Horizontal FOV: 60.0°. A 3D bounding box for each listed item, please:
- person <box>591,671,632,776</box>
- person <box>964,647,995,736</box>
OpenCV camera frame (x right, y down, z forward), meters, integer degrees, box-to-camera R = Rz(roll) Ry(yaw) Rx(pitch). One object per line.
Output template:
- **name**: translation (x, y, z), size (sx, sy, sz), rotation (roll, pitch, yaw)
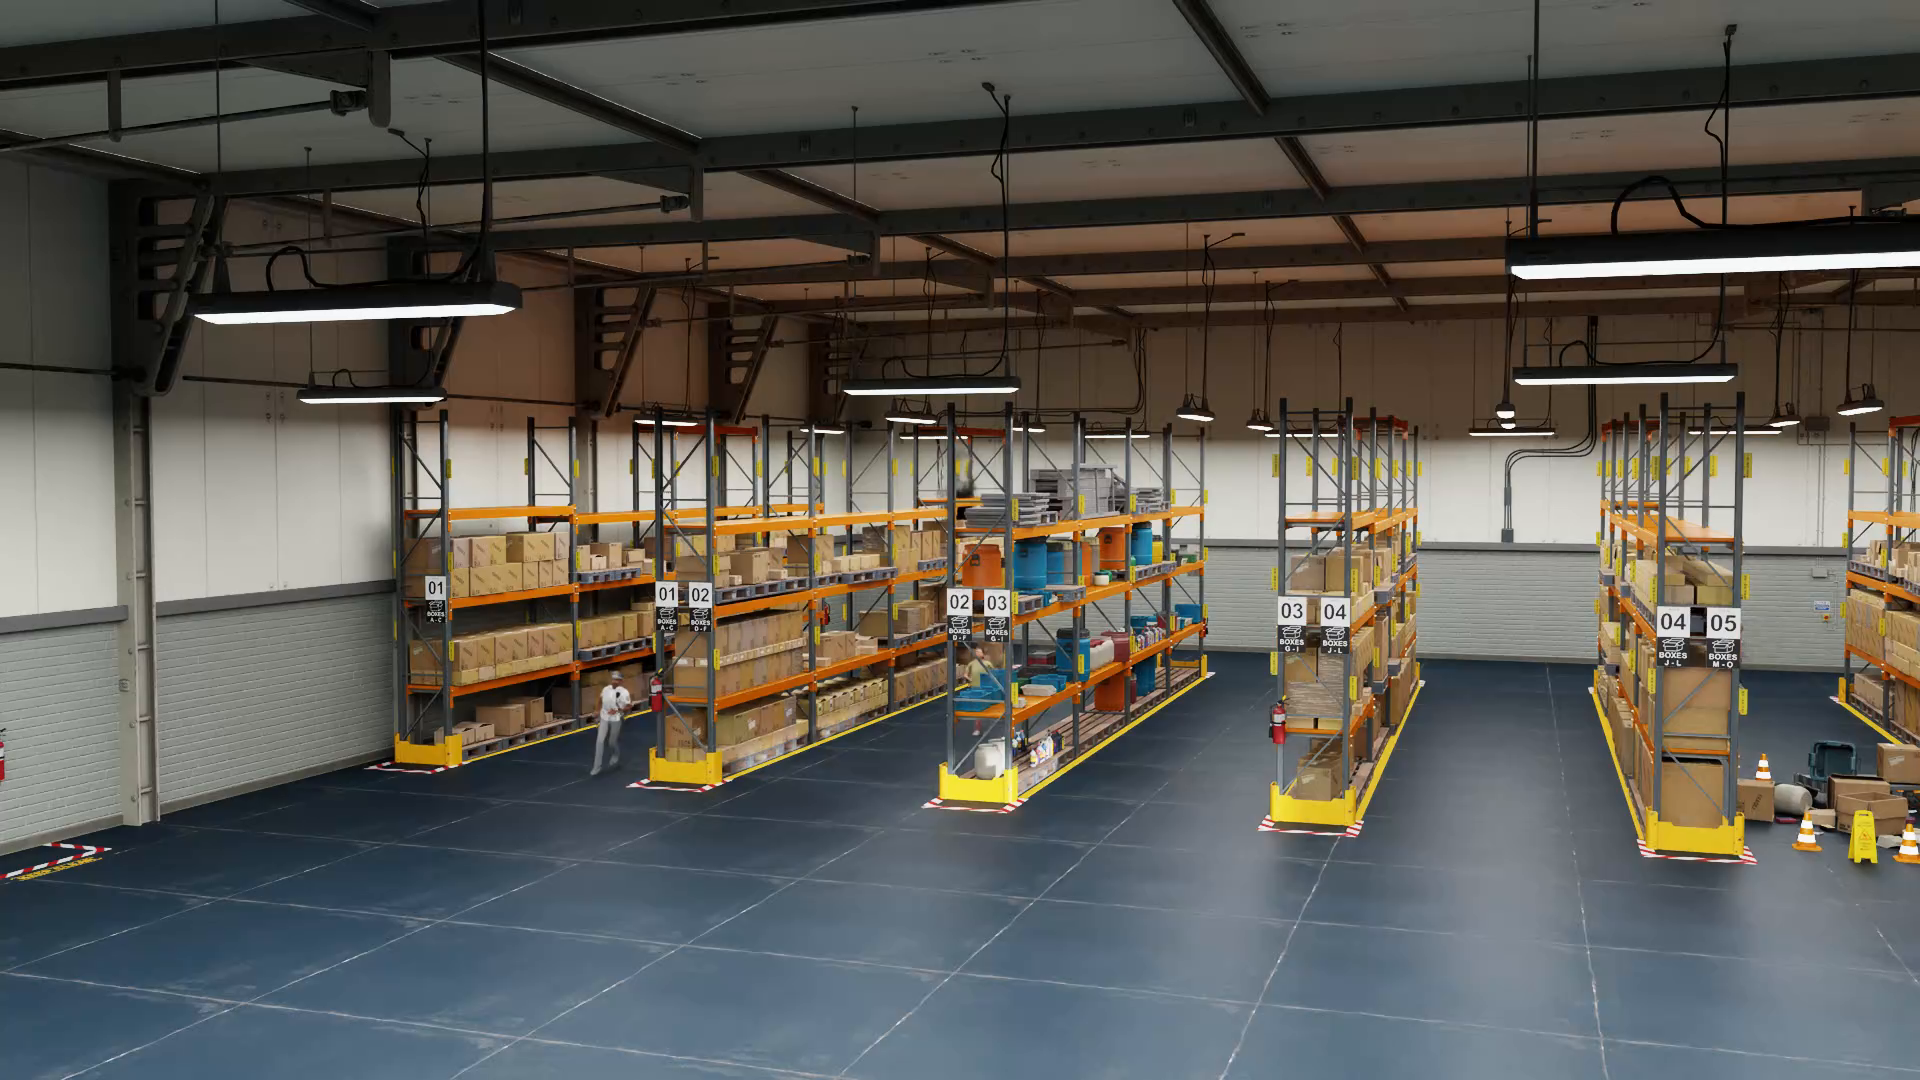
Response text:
- **person**: translation (-5.722, 2.990, 27.457), size (0.628, 1.663, 0.927), rotation (0, 2, 5)
- **person**: translation (0.373, 2.830, 31.347), size (0.584, 1.641, 0.772), rotation (1, 2, 12)
